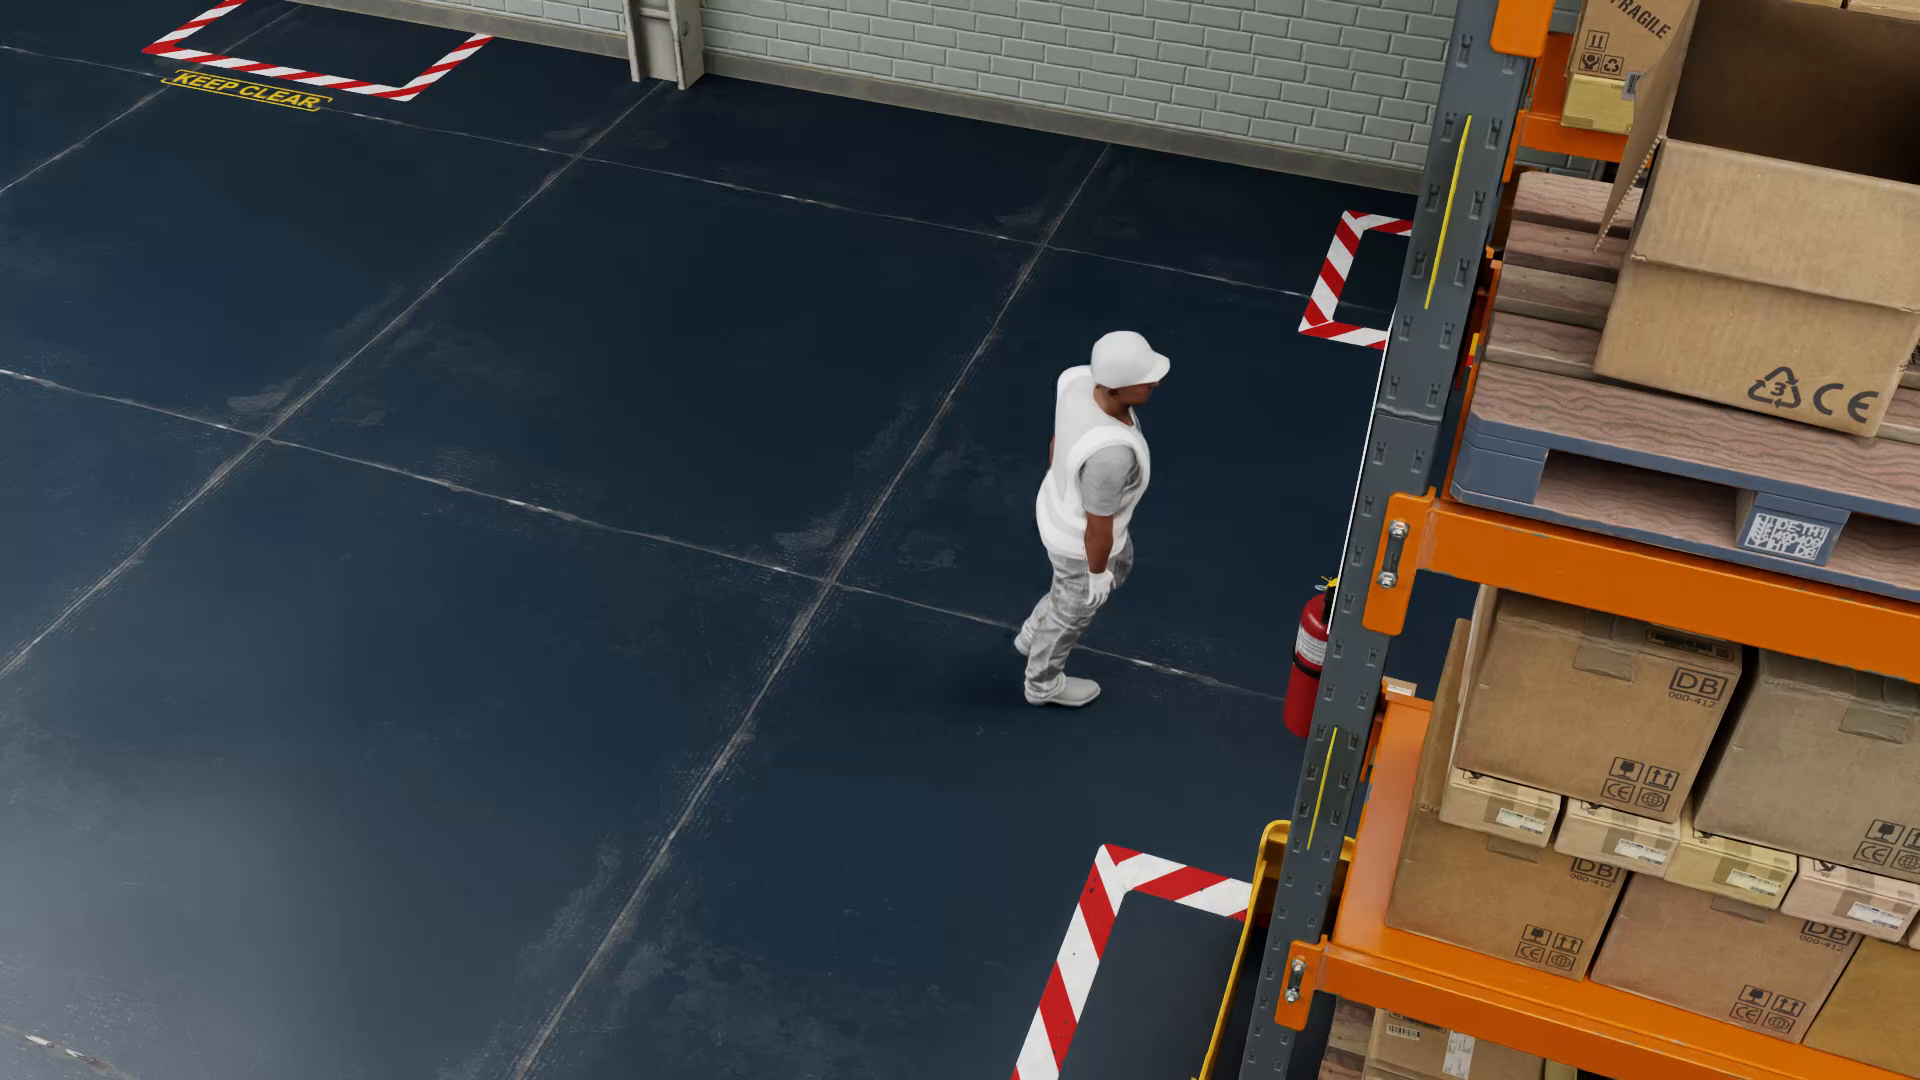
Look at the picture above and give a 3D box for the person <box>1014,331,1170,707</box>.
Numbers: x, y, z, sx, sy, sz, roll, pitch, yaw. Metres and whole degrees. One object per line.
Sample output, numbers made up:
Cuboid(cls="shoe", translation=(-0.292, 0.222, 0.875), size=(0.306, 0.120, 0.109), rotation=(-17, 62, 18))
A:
Cuboid(cls="person", translation=(0.466, -0.043, 6.170), size=(0.482, 1.771, 0.598), rotation=(-2, 41, -3))
